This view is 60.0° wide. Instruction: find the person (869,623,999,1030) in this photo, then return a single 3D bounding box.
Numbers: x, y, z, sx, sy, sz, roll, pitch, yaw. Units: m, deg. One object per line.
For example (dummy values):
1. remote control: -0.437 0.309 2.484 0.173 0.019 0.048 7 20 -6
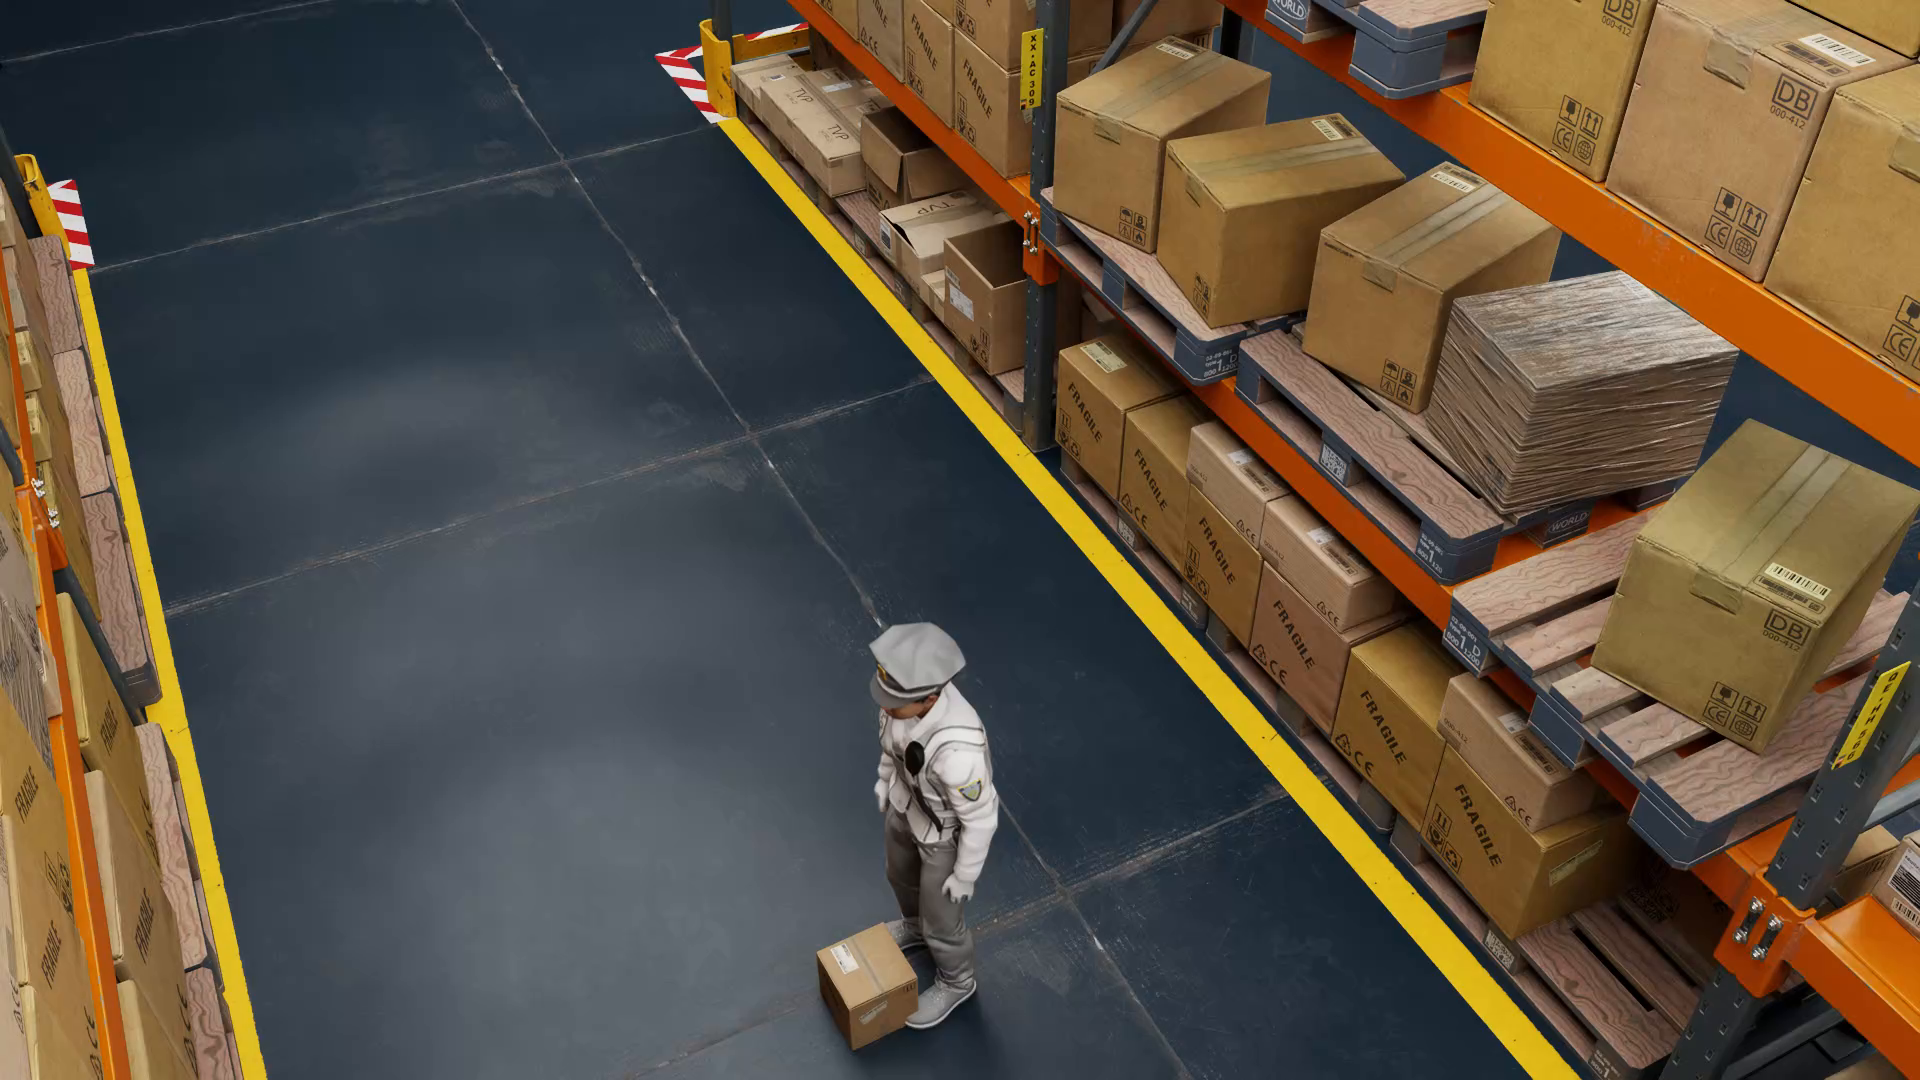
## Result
1. person: -0.092 0.883 5.160 0.375 1.661 0.541 -22 46 -23
